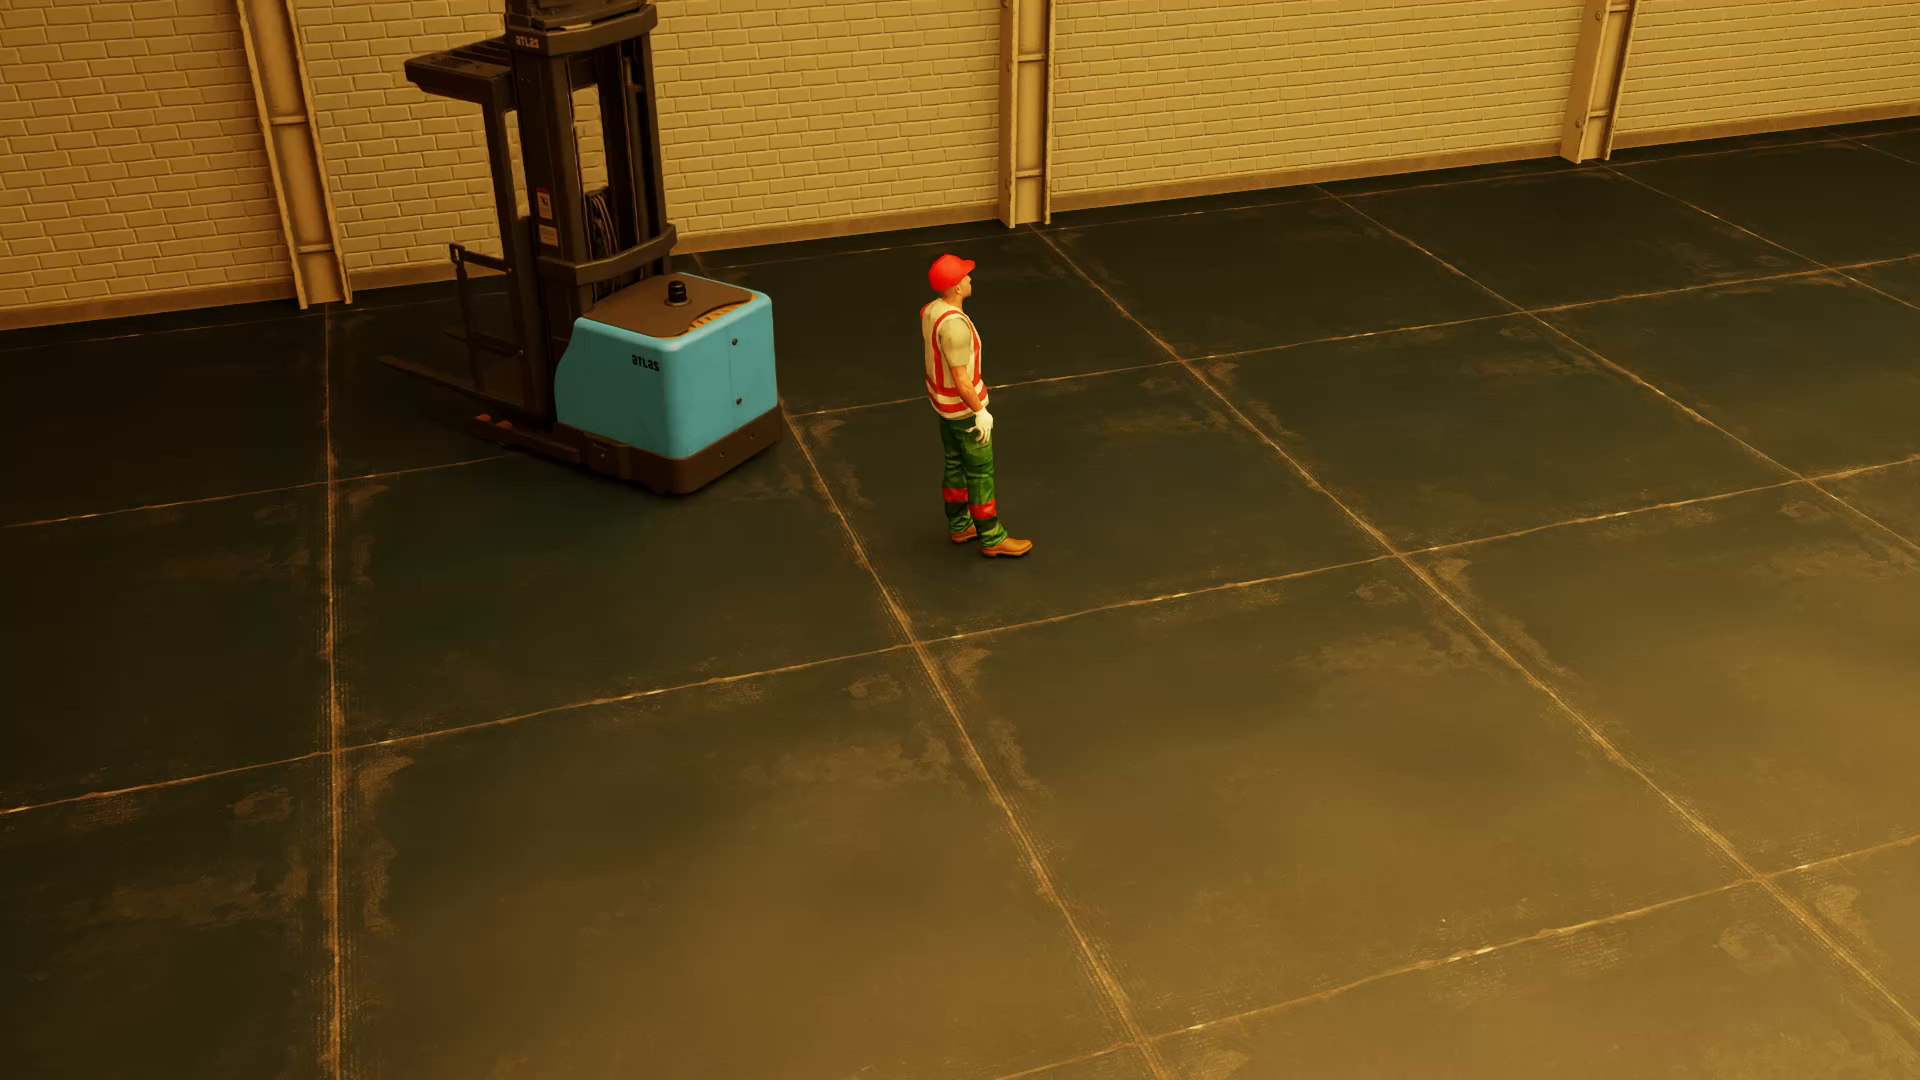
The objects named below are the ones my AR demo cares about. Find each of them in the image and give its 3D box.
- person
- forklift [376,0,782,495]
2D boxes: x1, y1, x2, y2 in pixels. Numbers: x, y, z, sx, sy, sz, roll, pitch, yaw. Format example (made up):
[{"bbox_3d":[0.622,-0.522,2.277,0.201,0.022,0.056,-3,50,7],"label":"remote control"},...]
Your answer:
[{"bbox_3d":[0.080,-0.789,9.590,0.562,1.789,0.638,-10,31,-16],"label":"person"},{"bbox_3d":[-2.704,-2.102,10.741,3.031,2.935,1.130,18,34,28],"label":"forklift"}]
